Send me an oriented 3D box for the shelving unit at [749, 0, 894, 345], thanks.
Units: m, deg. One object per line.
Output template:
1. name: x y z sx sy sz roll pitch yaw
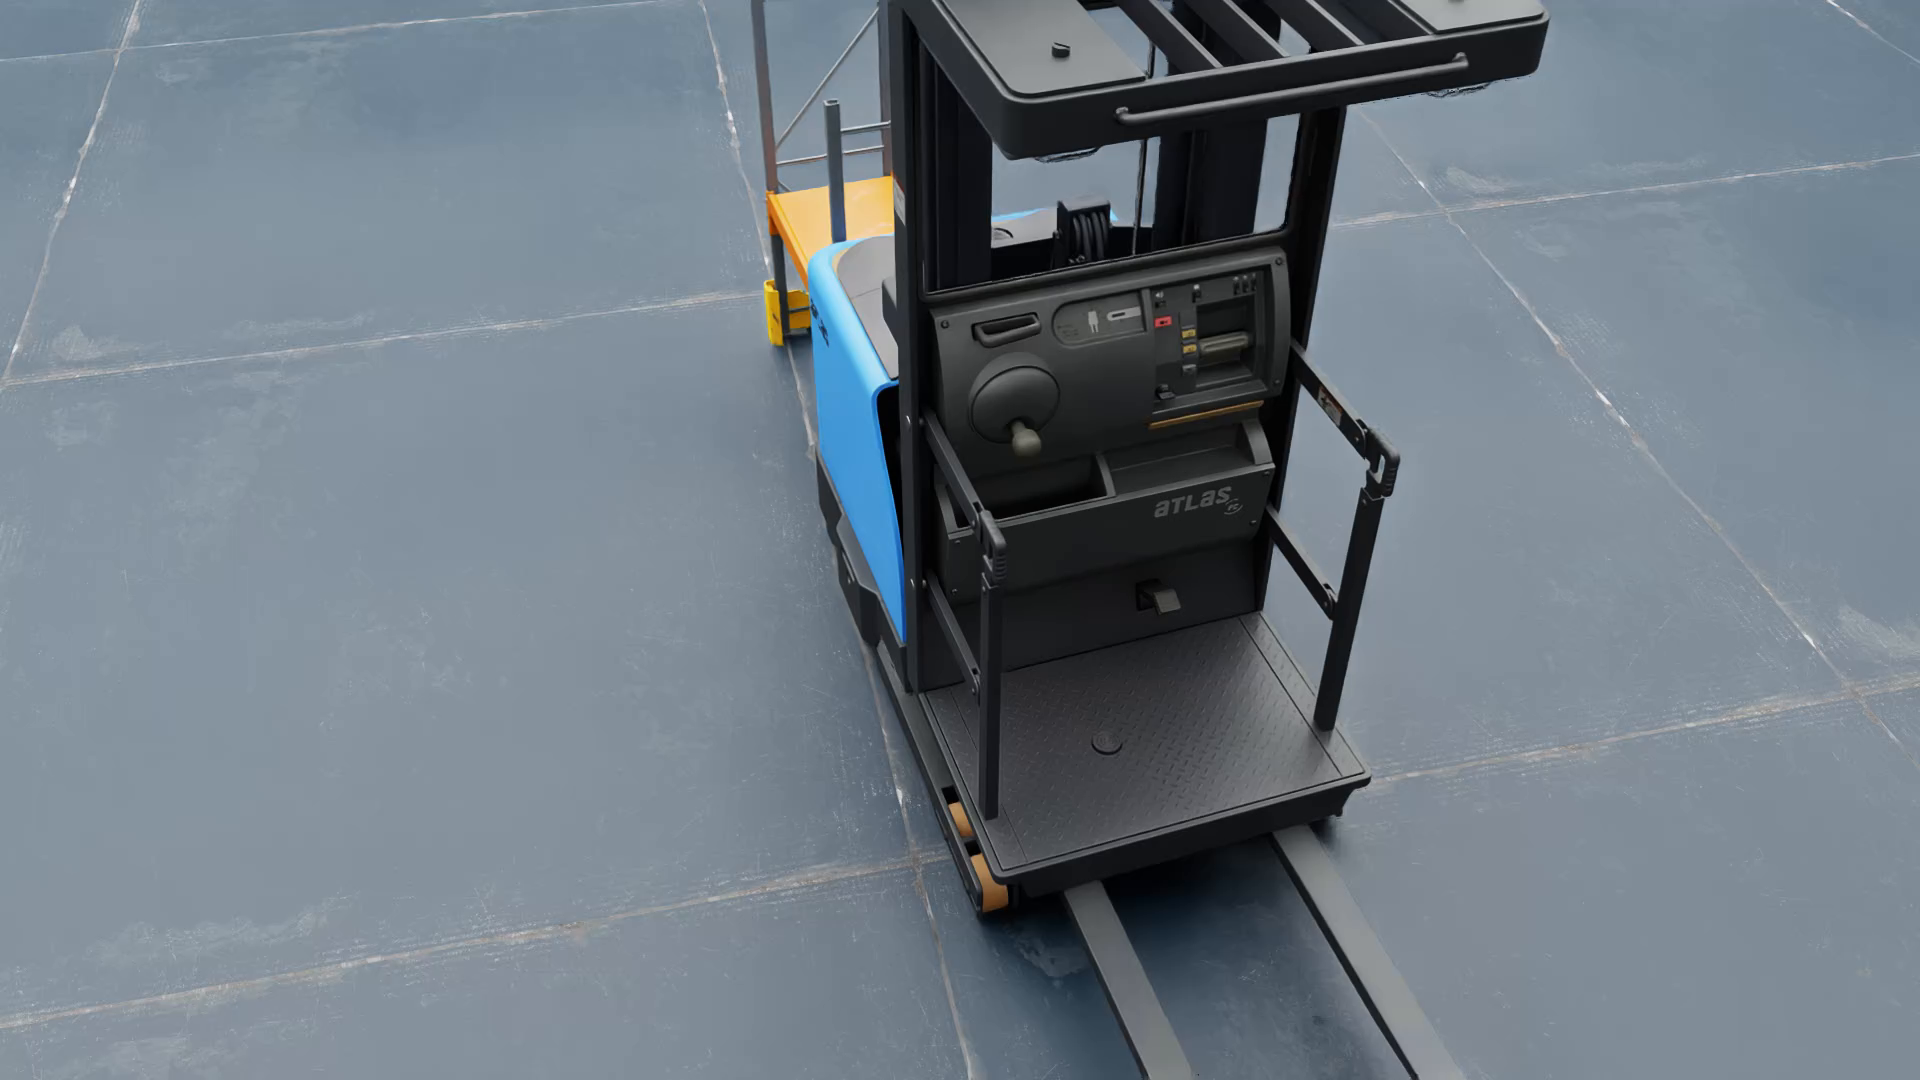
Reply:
1. shelving unit: -0.325 -1.109 5.870 0.587 1.500 1.083 -12 43 -14

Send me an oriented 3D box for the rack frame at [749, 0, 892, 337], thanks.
1. rack frame: -0.488 -1.435 6.237 0.500 1.500 0.032 -12 43 -14

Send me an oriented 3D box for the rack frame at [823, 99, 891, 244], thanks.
1. rack frame: -0.167 -0.795 5.516 0.500 1.500 0.032 -12 43 -14

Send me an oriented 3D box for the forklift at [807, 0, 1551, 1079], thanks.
1. forklift: 0.458 -0.378 3.968 1.130 2.935 3.031 -12 43 -14

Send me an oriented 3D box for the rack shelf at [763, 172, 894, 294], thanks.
1. rack shelf: -0.327 -0.981 5.996 0.538 0.185 1.000 -12 43 -14

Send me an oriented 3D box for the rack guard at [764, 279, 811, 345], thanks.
1. rack guard: -0.482 -0.956 6.638 0.587 0.250 0.087 -12 43 -14
